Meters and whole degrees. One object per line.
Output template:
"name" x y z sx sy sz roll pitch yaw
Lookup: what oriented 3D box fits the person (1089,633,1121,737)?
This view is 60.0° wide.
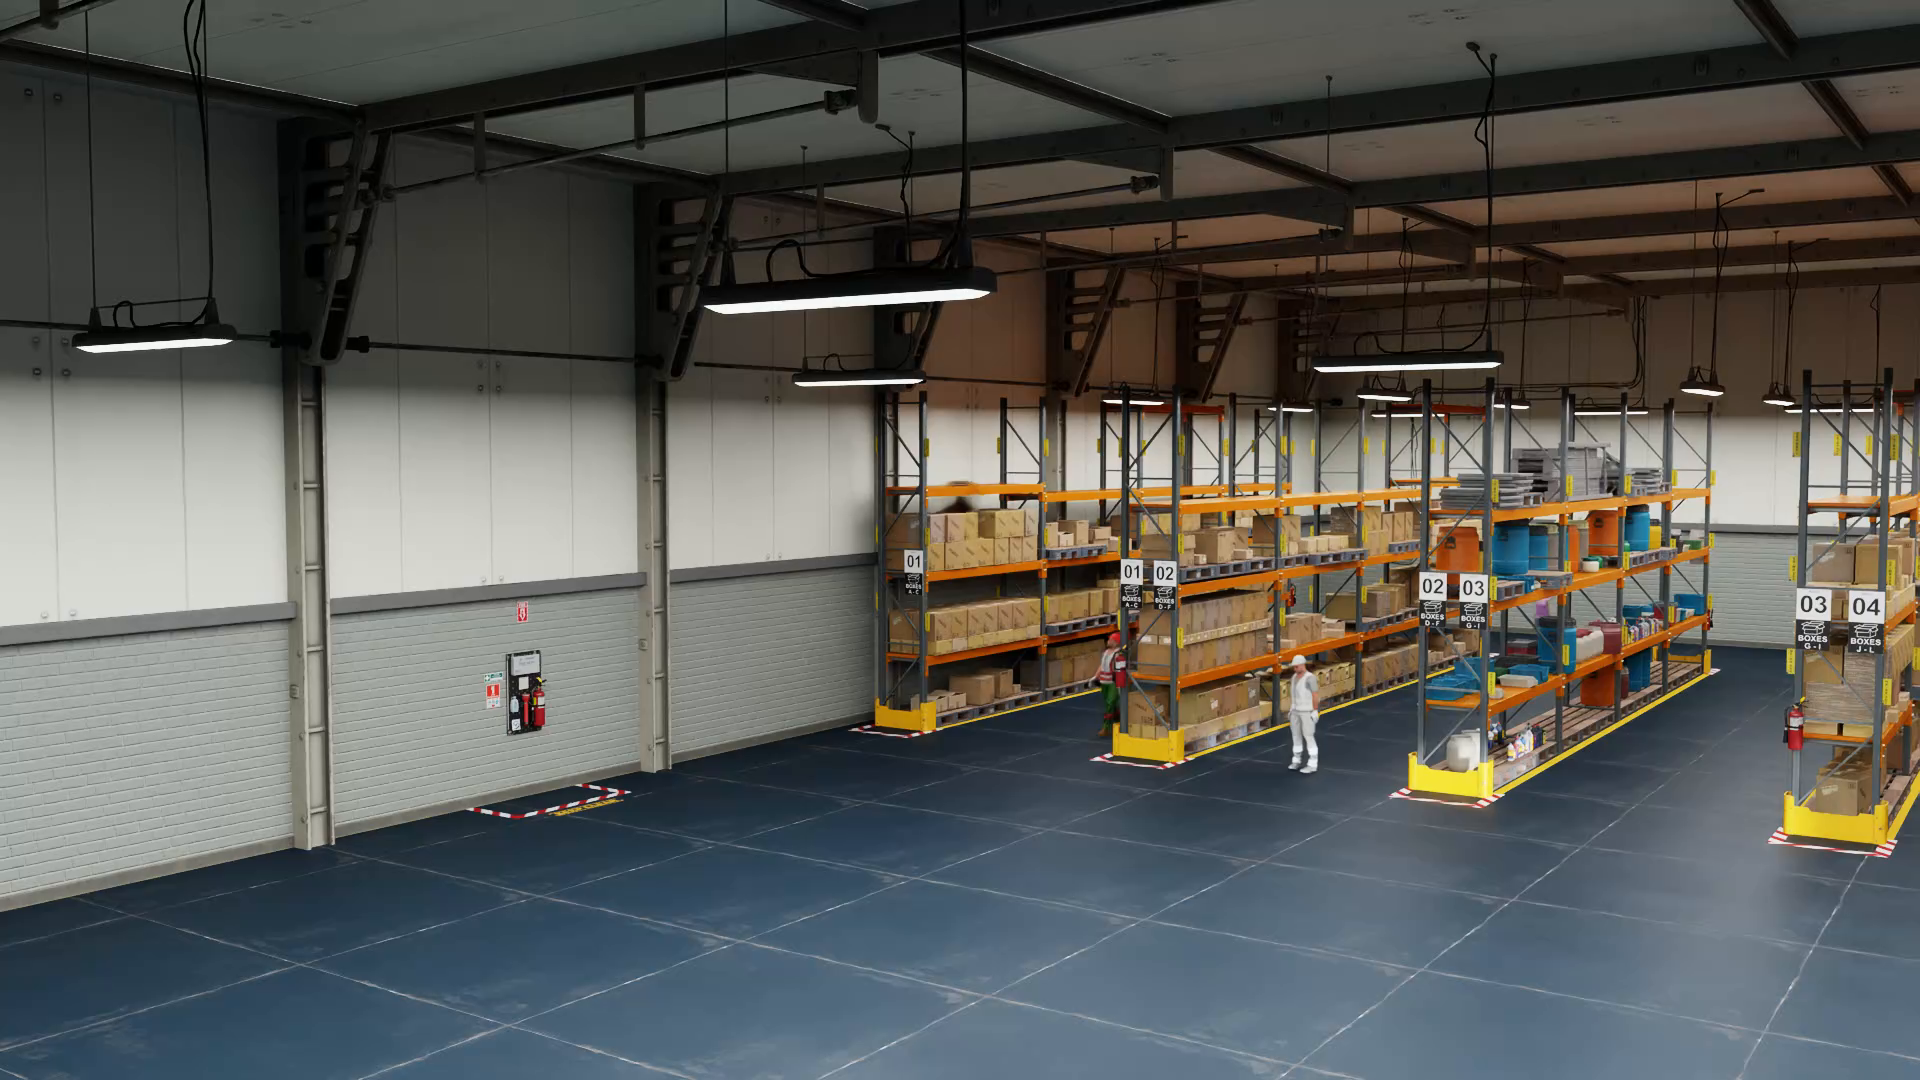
"person" 2.576 2.501 29.065 0.663 1.742 0.994 2 4 35

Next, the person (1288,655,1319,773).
"person" 5.294 2.673 25.786 0.407 1.783 0.612 -2 4 -27

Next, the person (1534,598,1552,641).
"person" 14.323 1.940 40.855 0.431 1.560 0.703 2 4 27
